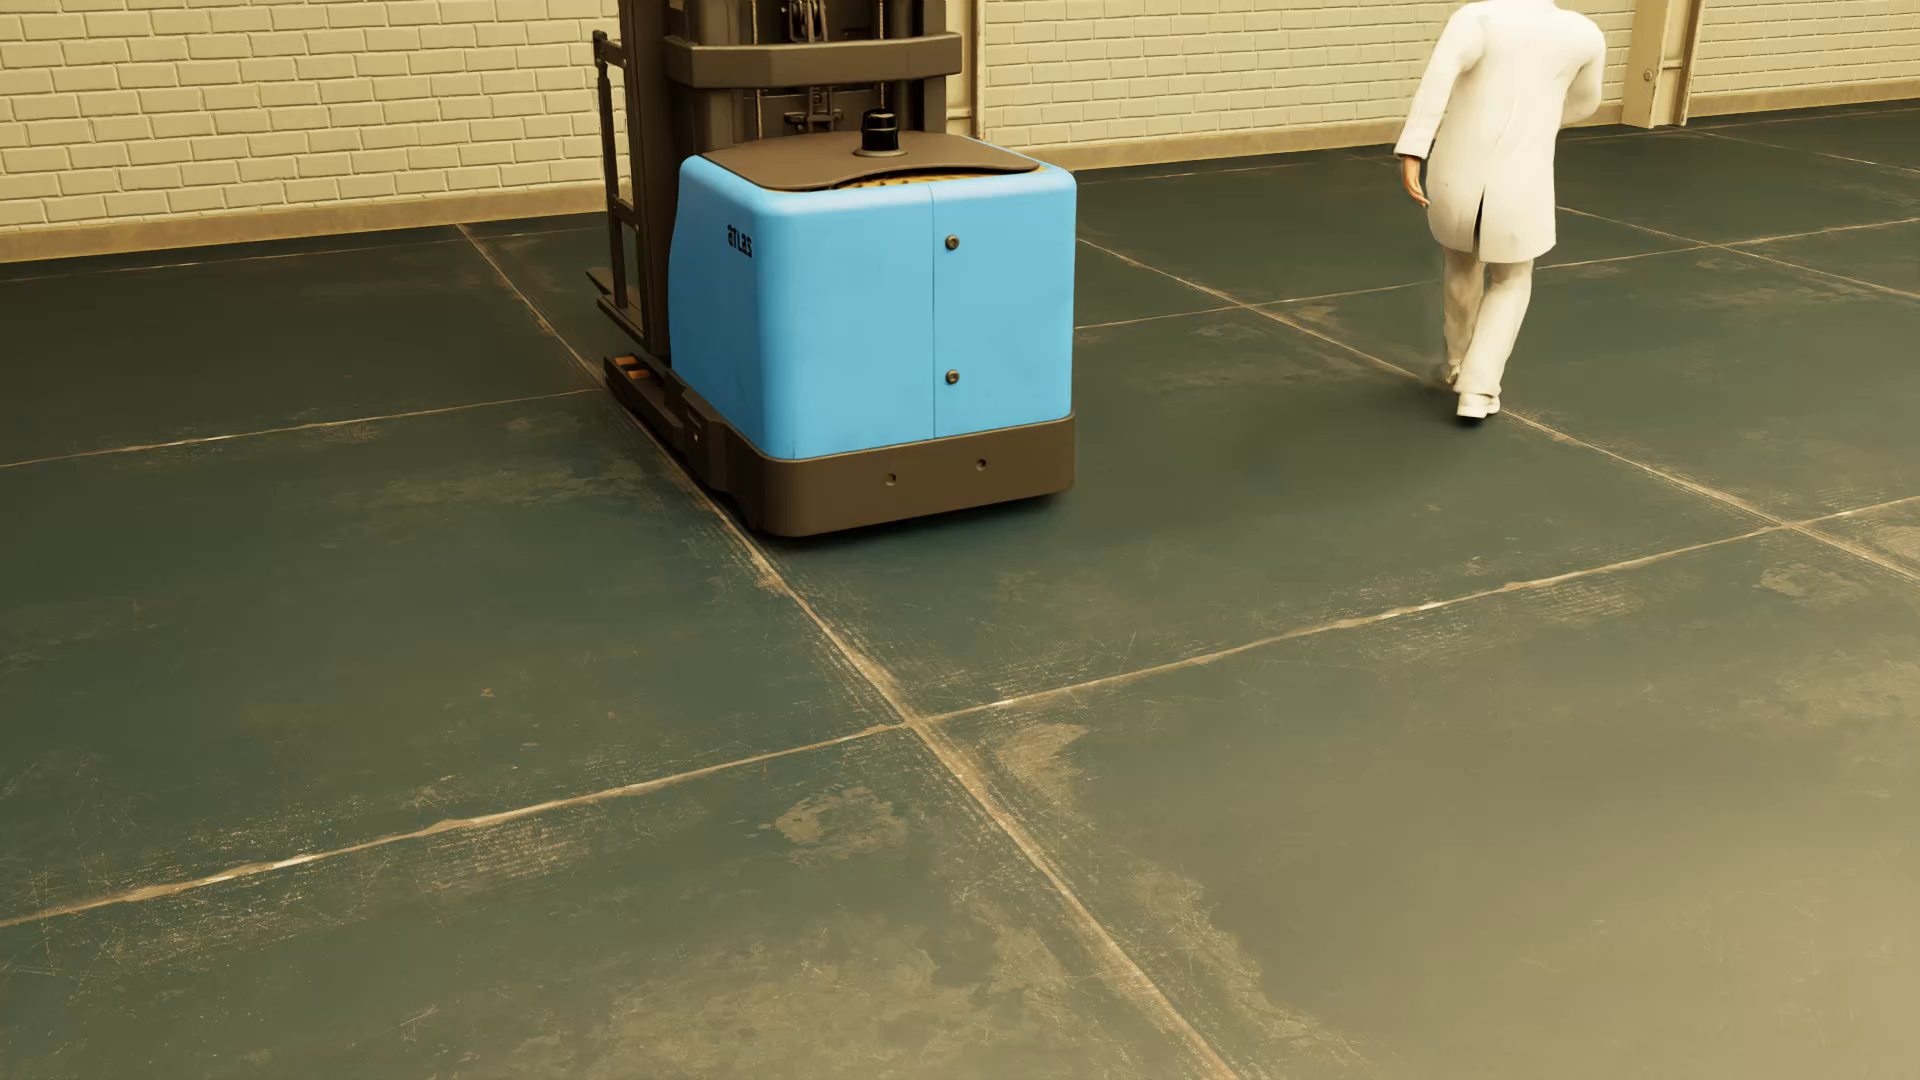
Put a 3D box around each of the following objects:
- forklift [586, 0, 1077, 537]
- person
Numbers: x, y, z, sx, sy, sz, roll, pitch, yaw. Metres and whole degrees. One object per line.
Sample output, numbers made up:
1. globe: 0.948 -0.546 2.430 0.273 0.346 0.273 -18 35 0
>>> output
1. forklift: -0.720 -1.893 5.842 1.130 2.935 3.031 -10 25 -23
2. person: 1.934 -1.275 6.038 0.655 1.784 0.888 8 24 18
